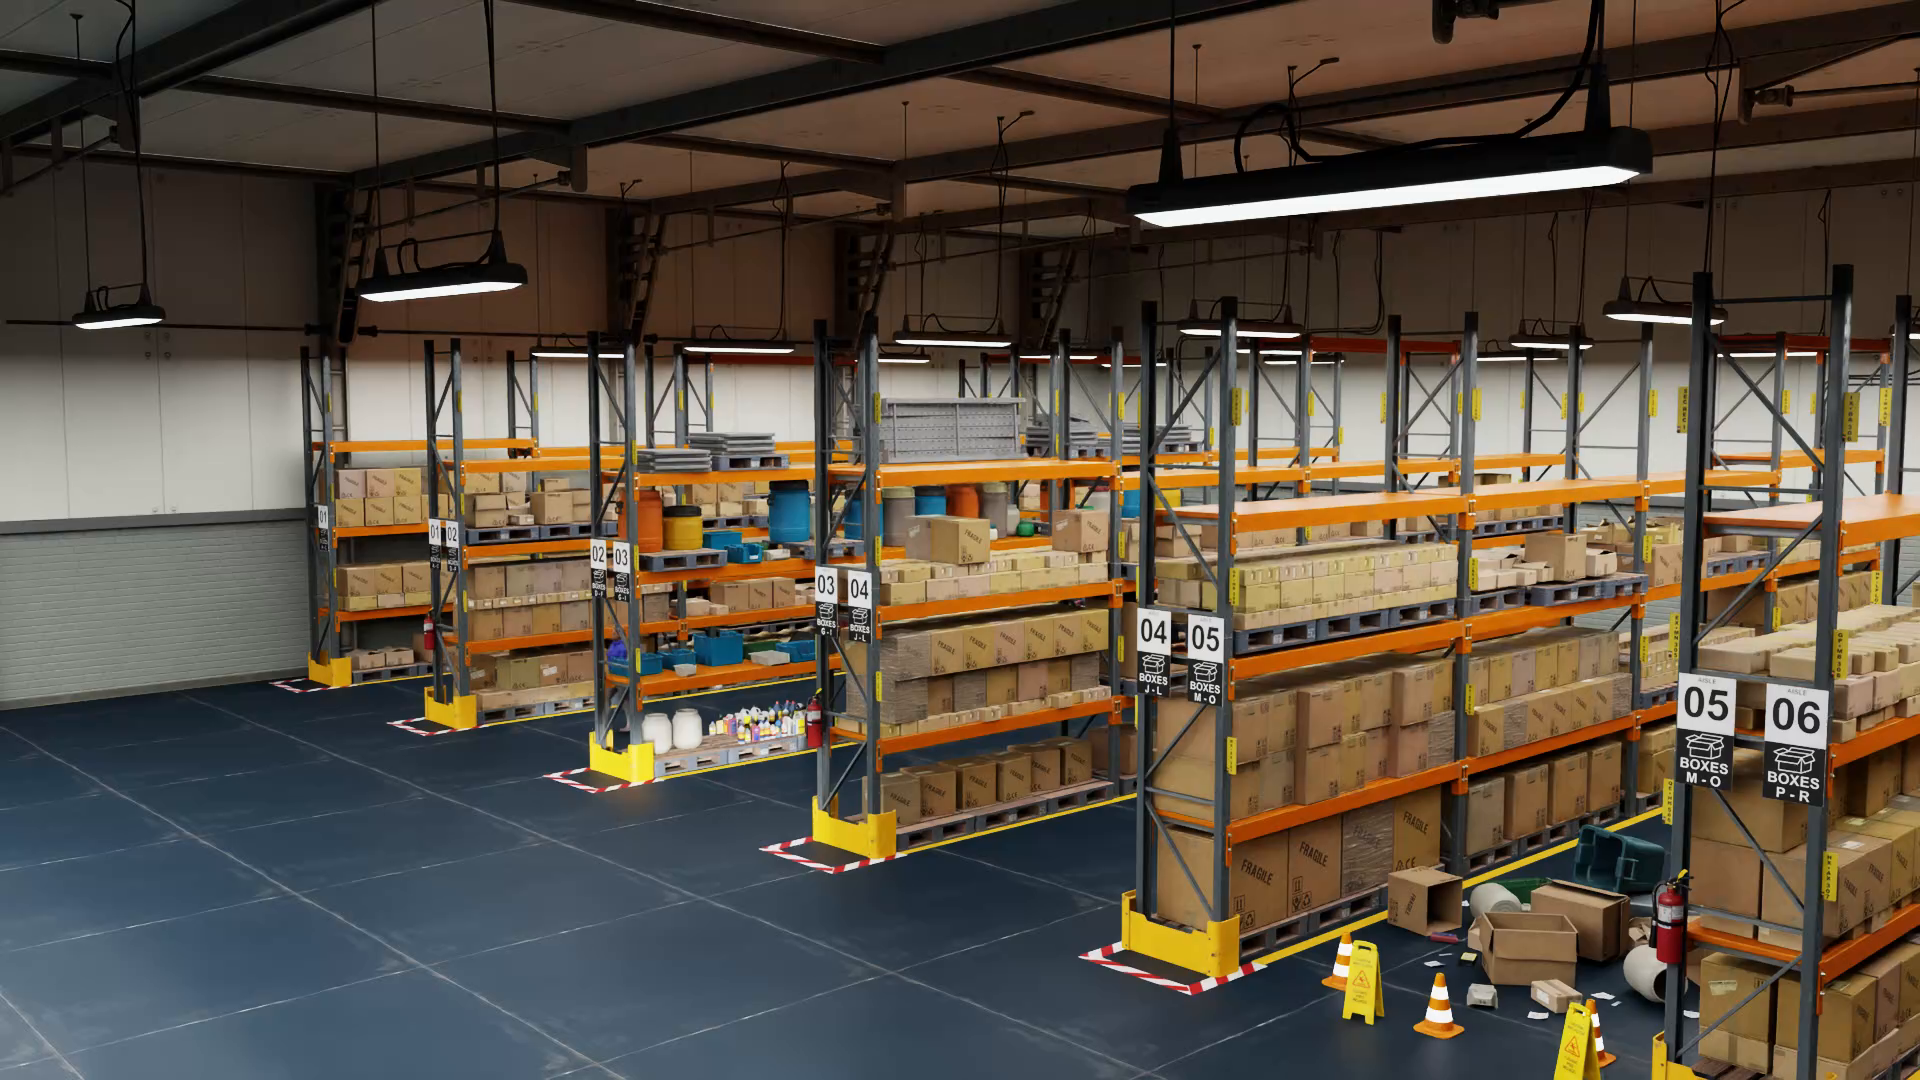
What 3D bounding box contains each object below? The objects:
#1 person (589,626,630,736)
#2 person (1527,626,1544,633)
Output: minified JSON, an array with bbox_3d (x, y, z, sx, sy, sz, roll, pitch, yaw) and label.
[{"bbox_3d":[-5.238,2.143,25.224,0.457,1.669,0.712,4,7,41],"label":"person"},{"bbox_3d":[8.596,2.151,24.940,0.497,1.662,0.518,-3,6,-34],"label":"person"}]
